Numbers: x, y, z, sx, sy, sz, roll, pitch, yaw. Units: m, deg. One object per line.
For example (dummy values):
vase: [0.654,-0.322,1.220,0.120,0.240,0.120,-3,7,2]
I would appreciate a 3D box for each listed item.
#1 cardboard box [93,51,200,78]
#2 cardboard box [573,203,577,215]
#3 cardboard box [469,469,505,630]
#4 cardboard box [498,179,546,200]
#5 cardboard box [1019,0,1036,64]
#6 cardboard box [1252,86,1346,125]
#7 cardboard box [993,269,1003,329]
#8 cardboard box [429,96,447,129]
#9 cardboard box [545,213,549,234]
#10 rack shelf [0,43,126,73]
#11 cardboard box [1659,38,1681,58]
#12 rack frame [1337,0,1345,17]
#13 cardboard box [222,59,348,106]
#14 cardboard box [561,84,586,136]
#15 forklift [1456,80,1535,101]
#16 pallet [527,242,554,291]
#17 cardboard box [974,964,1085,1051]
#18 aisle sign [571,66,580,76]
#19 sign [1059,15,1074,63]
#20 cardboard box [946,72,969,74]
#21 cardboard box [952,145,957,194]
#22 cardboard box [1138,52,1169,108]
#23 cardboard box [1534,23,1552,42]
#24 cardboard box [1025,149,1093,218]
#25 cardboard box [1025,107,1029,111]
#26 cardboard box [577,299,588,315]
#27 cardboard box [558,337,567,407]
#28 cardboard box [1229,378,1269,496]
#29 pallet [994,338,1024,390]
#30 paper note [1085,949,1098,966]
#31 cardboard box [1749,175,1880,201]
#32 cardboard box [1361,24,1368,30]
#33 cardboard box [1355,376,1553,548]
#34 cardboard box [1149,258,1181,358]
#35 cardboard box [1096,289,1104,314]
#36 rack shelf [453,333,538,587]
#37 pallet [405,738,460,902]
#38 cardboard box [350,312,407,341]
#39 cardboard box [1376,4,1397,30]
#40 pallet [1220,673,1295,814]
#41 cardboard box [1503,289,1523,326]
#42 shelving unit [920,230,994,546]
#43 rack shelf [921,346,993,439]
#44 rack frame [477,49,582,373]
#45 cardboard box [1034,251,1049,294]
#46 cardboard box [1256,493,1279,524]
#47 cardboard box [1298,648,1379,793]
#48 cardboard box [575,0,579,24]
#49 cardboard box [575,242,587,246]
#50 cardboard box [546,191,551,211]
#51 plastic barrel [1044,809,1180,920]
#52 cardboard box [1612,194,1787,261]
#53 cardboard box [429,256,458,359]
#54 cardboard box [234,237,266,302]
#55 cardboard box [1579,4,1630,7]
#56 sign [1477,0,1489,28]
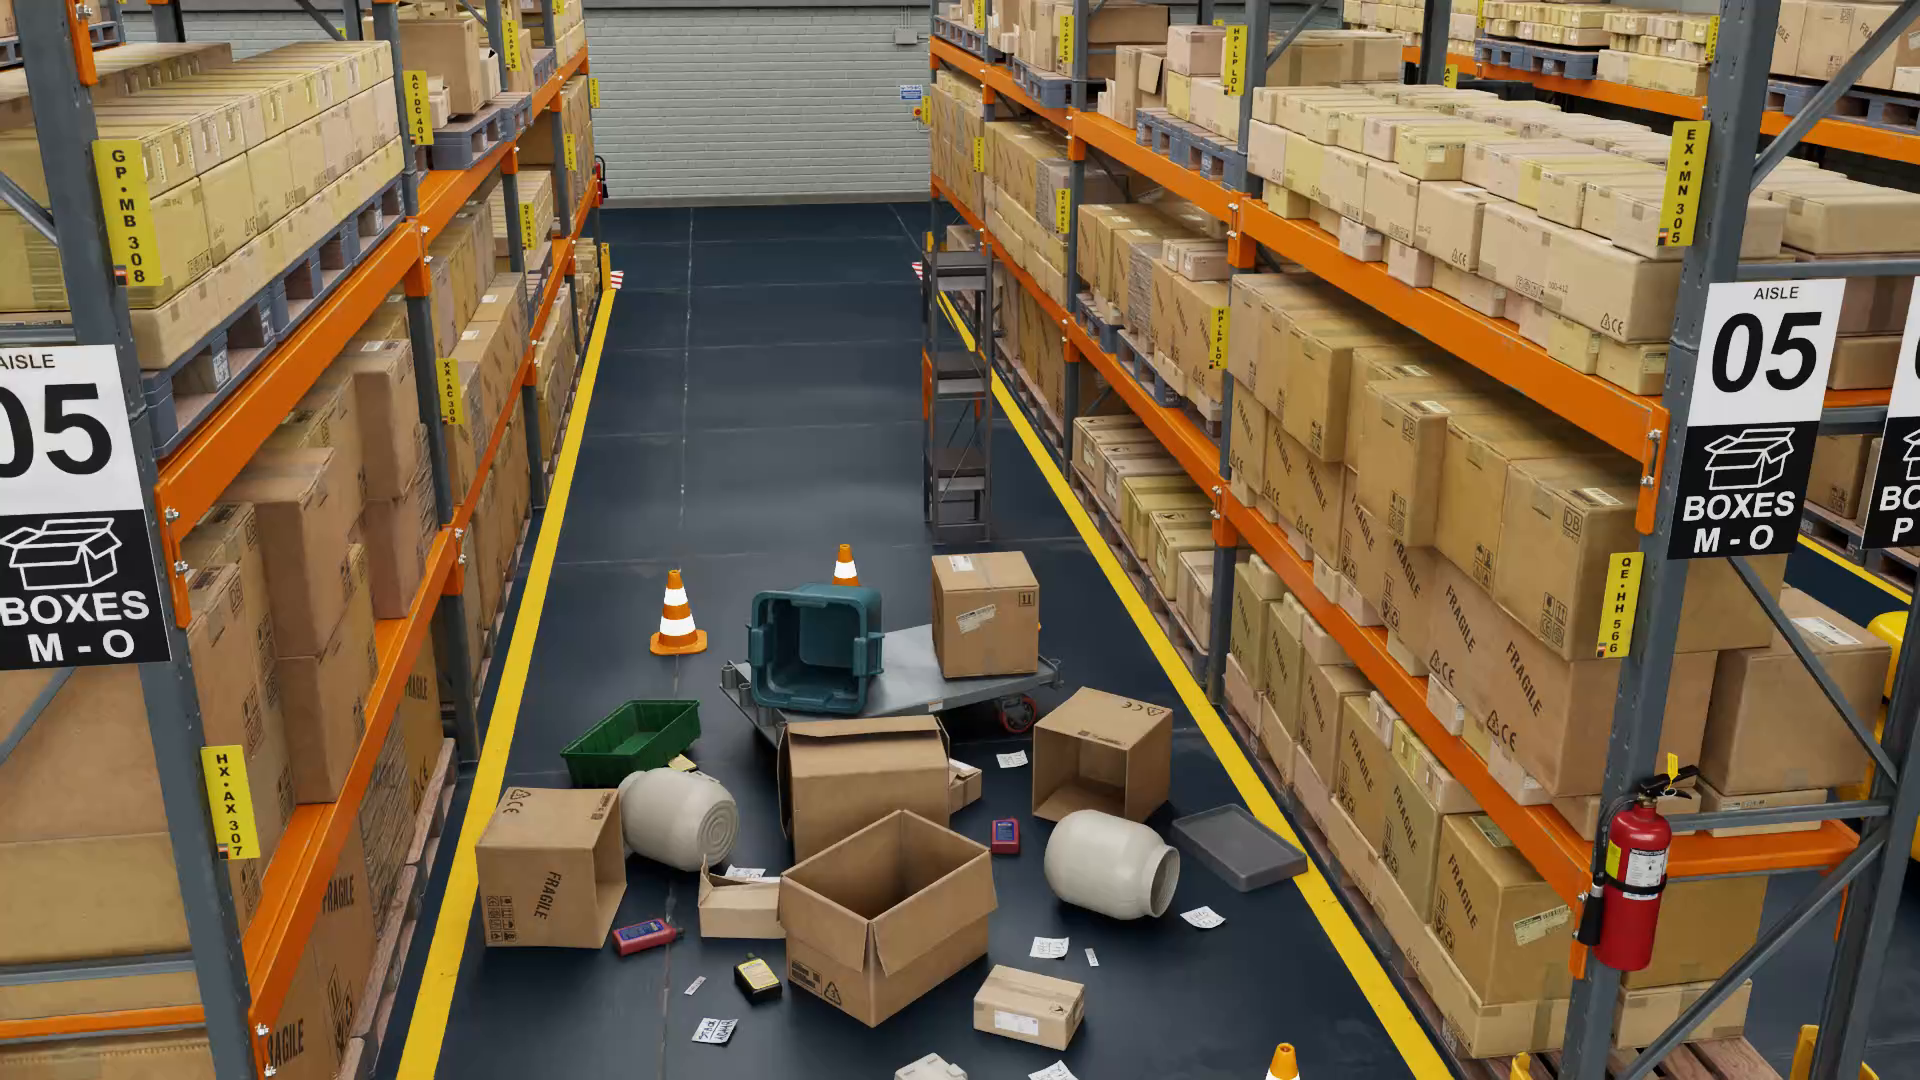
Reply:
cardboard box: [-3.208,-1.826,6.508,0.380,0.149,0.250,-3,21,-8]
cardboard box: [-4.075,-3.368,16.805,0.380,0.149,0.250,-3,21,-7]
cardboard box: [-3.312,0.072,9.852,1.050,0.750,0.750,-3,21,-8]
cardboard box: [-3.826,-3.057,14.521,0.380,0.149,0.250,-4,21,-9]
cardboard box: [0.767,-4.155,13.522,0.500,0.500,0.500,-3,21,-7]
cardboard box: [1.607,-2.061,7.879,0.380,0.149,0.250,-3,21,-9]
cardboard box: [0.748,-2.514,17.223,0.875,0.438,0.875,-3,21,-9]
cardboard box: [-2.943,-2.270,8.836,0.380,0.149,0.250,-3,21,-8]
cardboard box: [-3.827,-2.786,14.647,0.380,0.149,0.250,-3,21,-8]
rack shelf: [-9.363,-4.556,16.368,1.077,0.370,4.000,-3,21,-8]
cardboard box: [5.900,-3.977,13.435,0.380,0.149,0.250,-2,21,-7]
rack frame: [5.067,-7.742,19.584,1.000,3.000,0.127,-3,21,-8]
cardboard box: [-2.484,-1.684,6.127,0.380,0.149,0.250,-3,21,-8]
cardboard box: [-4.259,-4.549,17.612,0.500,0.500,0.500,-2,21,-5]
forklift: [4.098,-1.961,12.777,1.130,2.935,3.031,-6,21,-15]
pallet: [-3.901,-2.219,13.645,1.003,0.211,1.213,-3,21,-8]
cardboard box: [0.274,1.843,6.568,0.380,0.149,0.250,8,22,20]
aisle sign: [-4.442,-5.654,18.851,0.394,0.787,0.004,-3,21,-8]
sign: [0.758,-3.570,11.847,0.100,0.325,0.005,-3,21,-8]
cardboard box: [0.041,-5.275,19.054,0.380,0.149,0.250,-2,21,-6]
cardboard box: [0.185,-4.023,18.057,0.500,0.500,0.500,-2,21,-6]
cardboard box: [1.557,-2.837,10.591,0.797,0.503,0.637,-3,21,-8]
cardboard box: [5.442,-4.601,15.076,0.380,0.149,0.250,-3,21,-8]
cardboard box: [0.828,-2.941,13.731,0.500,0.500,0.500,-3,21,-8]
cardboard box: [0.812,-4.411,16.740,0.380,0.149,0.250,-3,21,-8]
cardboard box: [-4.114,-2.461,17.493,0.380,0.149,0.250,-3,21,-9]
cardboard box: [-3.653,-1.437,14.250,0.500,0.500,0.500,-3,21,-9]
cardboard box: [1.673,-0.545,8.321,0.500,0.500,0.500,-3,21,-8]
pallet: [0.918,-1.726,16.034,1.003,0.211,1.213,-3,21,-8]
paper note: [0.554,1.756,7.000,0.032,0.001,0.123,-3,21,-8]
cardboard box: [2.560,-1.021,5.096,0.380,0.149,0.250,-3,21,-8]
cardboard box: [4.946,-6.008,19.586,0.380,0.149,0.250,-3,21,-7]
cardboard box: [1.931,-0.308,6.256,0.700,0.500,0.500,-3,21,-8]
cardboard box: [1.450,-1.407,10.028,0.500,0.500,0.500,-2,21,-6]
cardboard box: [1.173,-1.671,11.661,0.380,0.149,0.250,-4,21,-11]
rack shelf: [-3.287,-0.596,10.053,1.077,0.370,4.000,-3,21,-8]
pallet: [-2.966,1.333,7.846,1.003,0.211,1.213,-3,21,-8]
cardboard box: [-2.980,-0.687,7.512,0.875,0.550,0.550,-3,21,-8]
cardboard box: [5.015,-5.886,18.690,0.500,0.250,0.500,-4,21,-9]
pallet: [2.017,1.012,8.706,1.003,0.211,1.213,-3,21,-8]
cardboard box: [2.090,-0.807,5.661,0.380,0.149,0.250,-3,21,-7]
shelving unit: [-0.024,-1.041,11.502,0.431,2.100,0.503,-3,21,-8]
rack shelf: [-0.024,-1.028,11.507,0.431,0.518,0.480,-3,21,-8]
rack frame: [-4.152,-3.011,15.490,1.000,3.000,0.127,-3,21,-8]
cardboard box: [0.889,-2.178,13.475,0.500,0.250,0.500,-3,21,-7]
cardboard box: [1.701,-0.198,8.317,0.380,0.149,0.250,-2,21,-6]
cardboard box: [1.865,0.797,7.553,0.500,0.500,0.500,-2,21,-5]
cardboard box: [-4.335,-5.641,17.745,0.500,0.250,0.500,-3,21,-9]
cardboard box: [-4.422,-3.275,18.822,0.380,0.149,0.250,-3,21,-7]
cardboard box: [-3.860,-3.010,14.822,0.380,0.149,0.250,-3,21,-7]
plastic barrel: [0.666,1.428,7.289,0.512,0.421,0.421,12,24,30]
cardboard box: [2.121,-0.904,4.781,0.380,0.149,0.250,-3,21,-7]
cardboard box: [-3.225,-1.281,9.286,0.700,0.500,0.500,-3,21,-7]
cardboard box: [-2.264,-0.784,4.858,0.380,0.149,0.250,-3,21,-7]
cardboard box: [5.934,-4.854,15.330,0.380,0.149,0.250,-2,21,-6]
sign: [5.107,-5.164,16.230,0.100,0.325,0.005,-3,21,-8]
